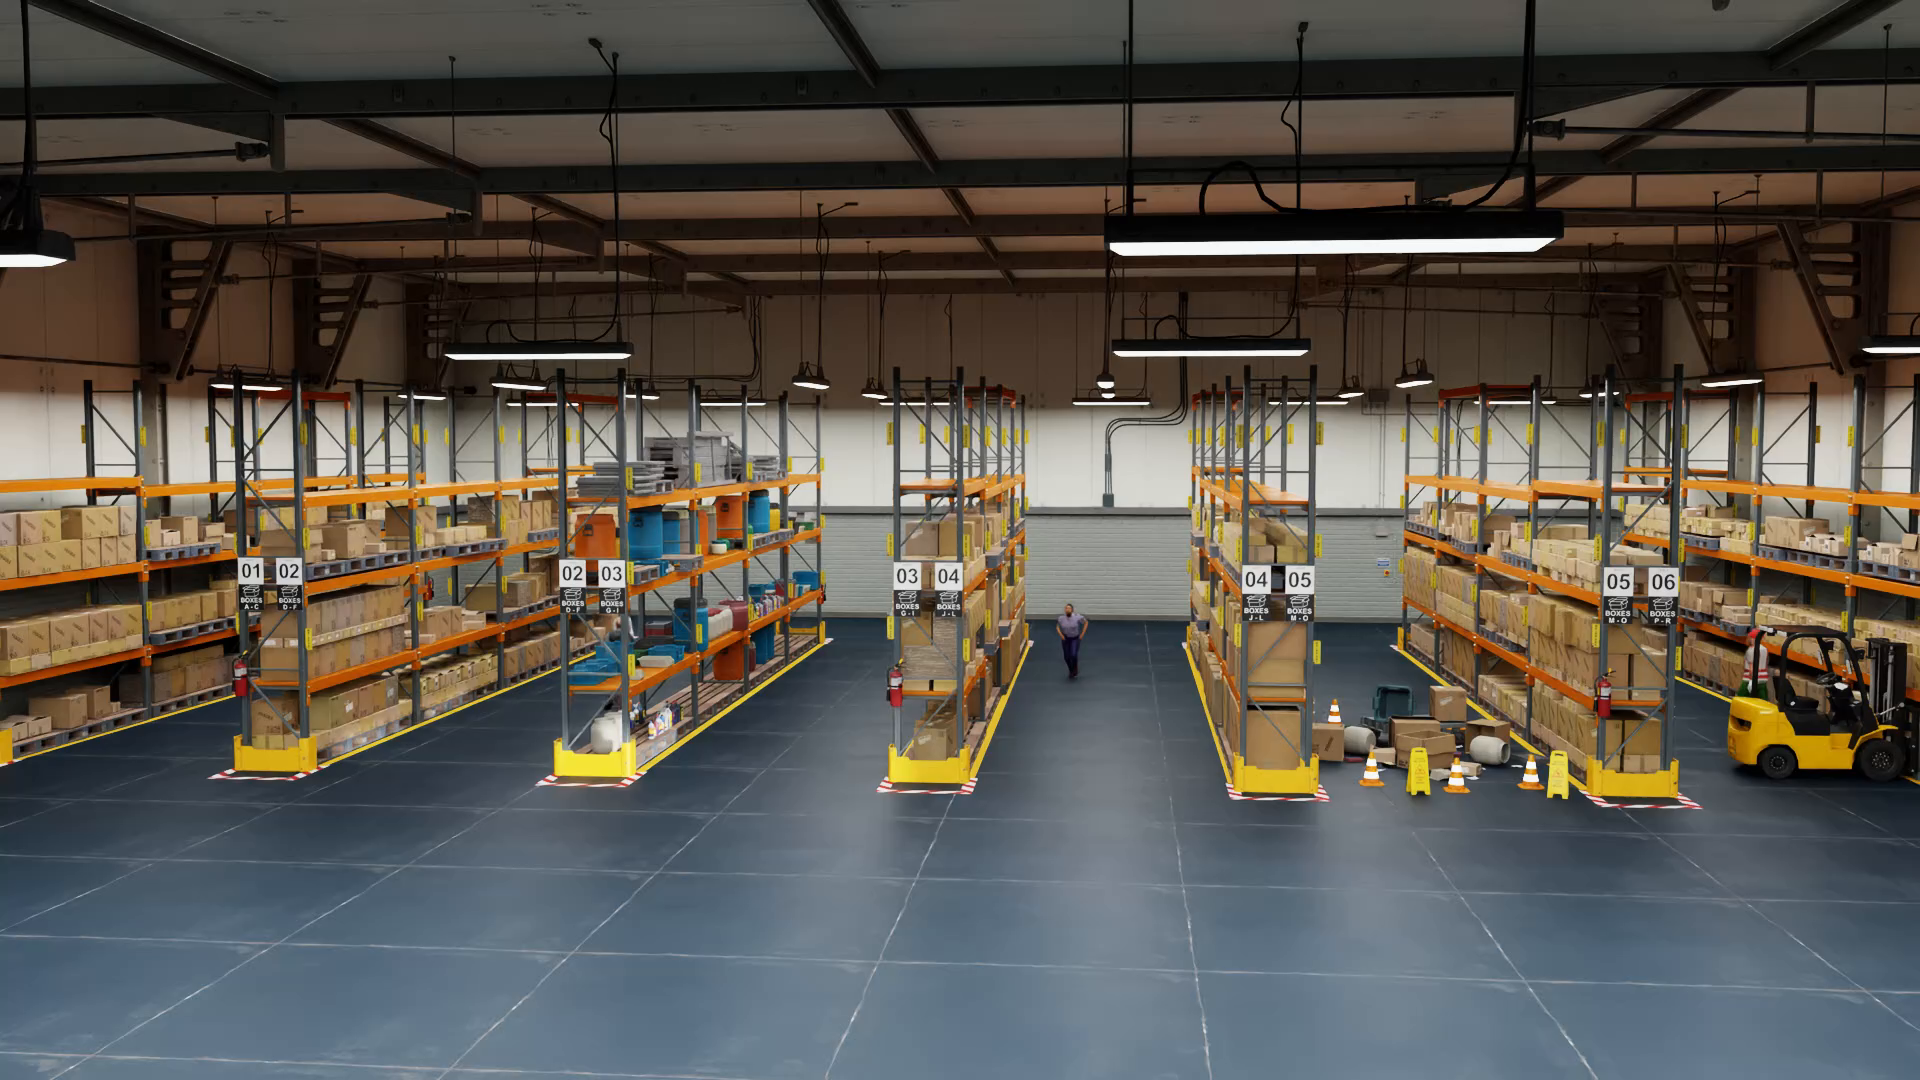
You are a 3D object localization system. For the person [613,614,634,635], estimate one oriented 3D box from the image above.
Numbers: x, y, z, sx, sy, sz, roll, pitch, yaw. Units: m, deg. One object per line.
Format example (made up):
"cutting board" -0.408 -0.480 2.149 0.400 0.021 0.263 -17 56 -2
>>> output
"person" -6.843 2.110 33.762 0.462 1.538 0.972 0 4 3

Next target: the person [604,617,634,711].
"person" -6.184 2.262 30.125 0.565 1.719 0.460 0 4 5

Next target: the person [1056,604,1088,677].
"person" 2.325 2.083 34.428 0.644 1.564 0.752 1 4 16

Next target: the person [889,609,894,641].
"person" -1.280 1.980 35.484 0.470 1.611 1.082 0 4 3

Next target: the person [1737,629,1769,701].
"person" 13.306 2.397 27.731 0.515 1.807 0.543 0 4 -8
